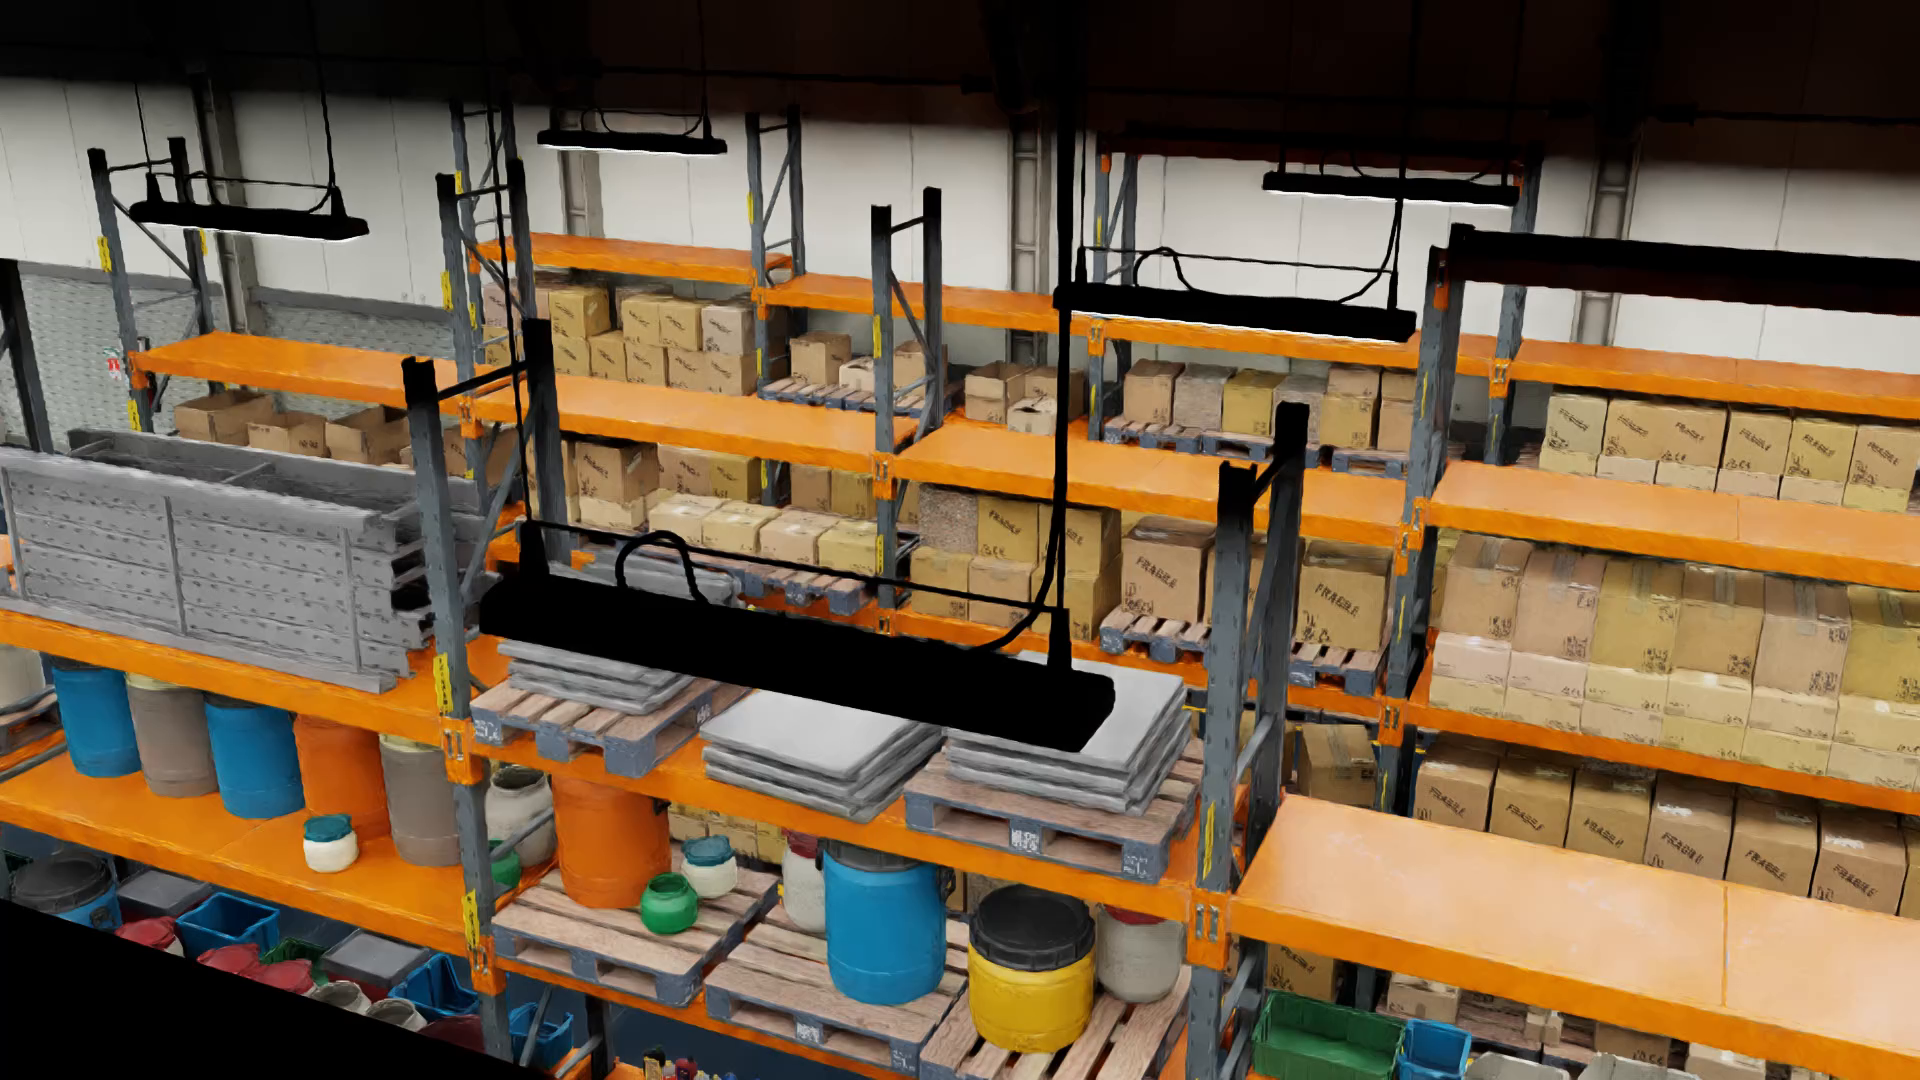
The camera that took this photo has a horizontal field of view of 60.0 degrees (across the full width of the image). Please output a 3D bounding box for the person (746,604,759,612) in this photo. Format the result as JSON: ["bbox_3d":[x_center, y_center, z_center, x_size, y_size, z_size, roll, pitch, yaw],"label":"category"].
[{"bbox_3d":[-2.401,0.736,18.314,0.843,1.702,0.708,3,21,7],"label":"person"}]
